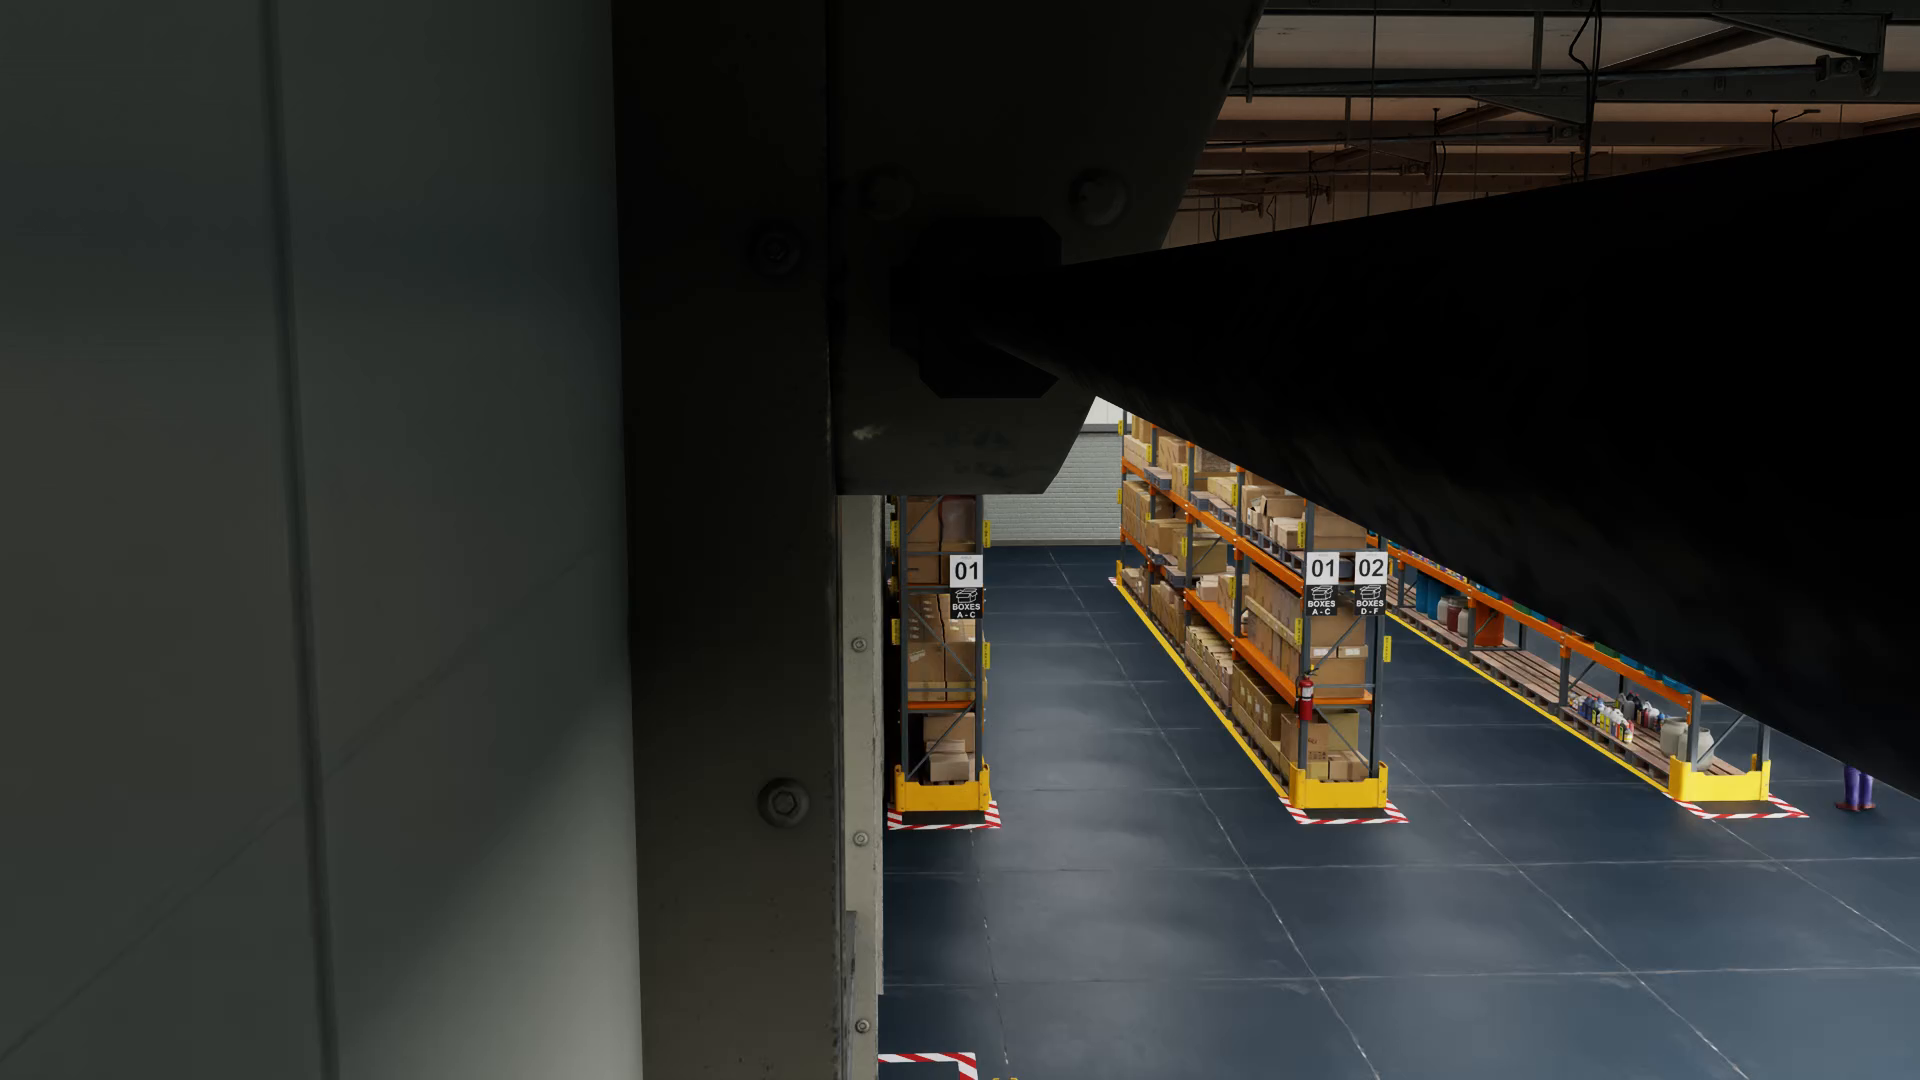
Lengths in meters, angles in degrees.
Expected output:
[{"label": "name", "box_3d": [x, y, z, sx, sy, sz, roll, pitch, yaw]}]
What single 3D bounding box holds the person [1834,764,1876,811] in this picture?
[{"label": "person", "box_3d": [11.139, 2.514, 20.508, 0.533, 1.660, 0.346, 0, 8, -3]}]
